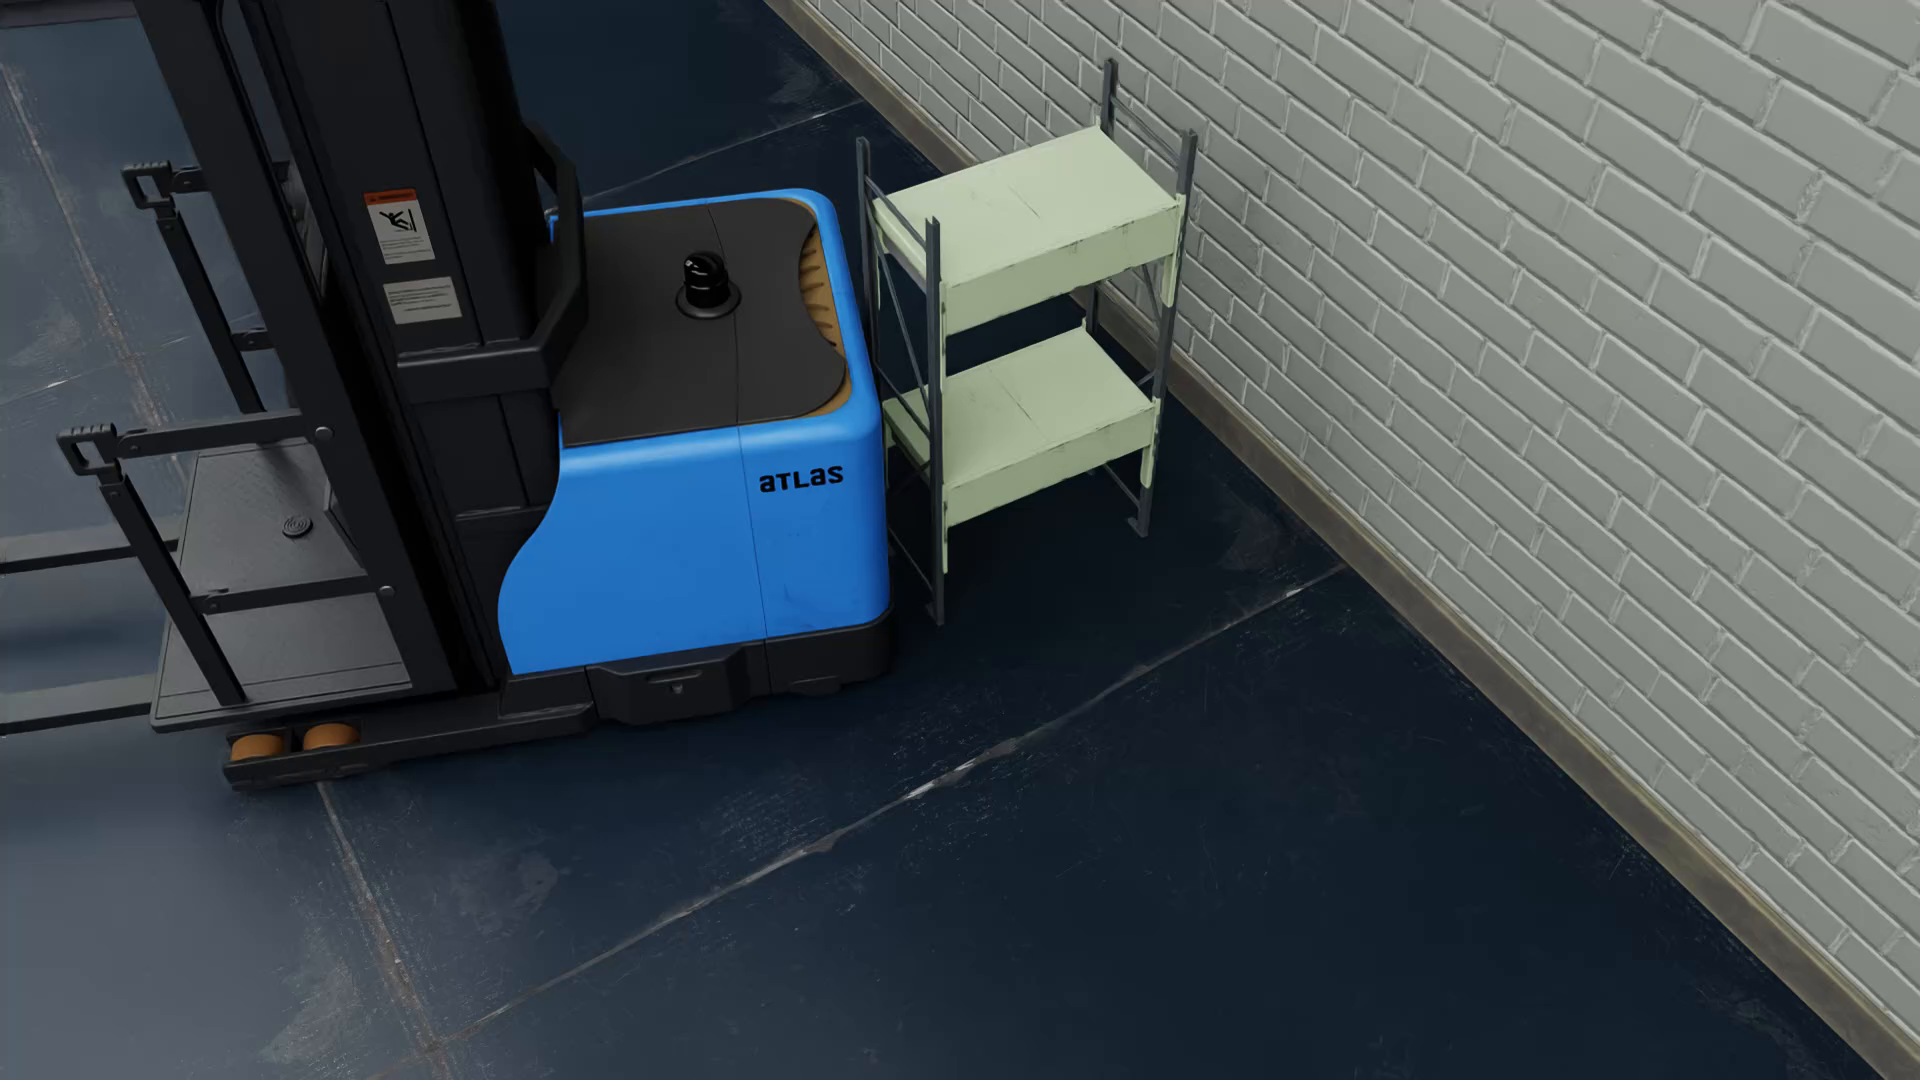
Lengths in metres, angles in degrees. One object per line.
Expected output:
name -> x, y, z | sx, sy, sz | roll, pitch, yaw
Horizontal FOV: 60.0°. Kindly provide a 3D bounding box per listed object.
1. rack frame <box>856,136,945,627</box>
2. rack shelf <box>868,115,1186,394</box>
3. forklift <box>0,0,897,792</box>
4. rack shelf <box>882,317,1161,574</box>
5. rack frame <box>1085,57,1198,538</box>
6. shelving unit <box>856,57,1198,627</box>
rack frame -> -0.153, -0.372, 4.577 | 0.023, 1.500, 0.400 | -23, 52, -19
rack shelf -> 0.167, -0.764, 4.404 | 0.720, 0.370, 0.431 | -23, 52, -19
forklift -> -1.751, -0.713, 3.922 | 3.031, 2.935, 1.130 | -8, 49, -7
rack shelf -> 0.167, -0.288, 4.939 | 0.720, 0.370, 0.431 | -23, 52, -19
rack frame -> 0.487, -0.638, 4.814 | 0.023, 1.500, 0.400 | -23, 52, -19
shelving unit -> 0.167, -0.505, 4.695 | 0.755, 1.500, 0.431 | -23, 52, -19
